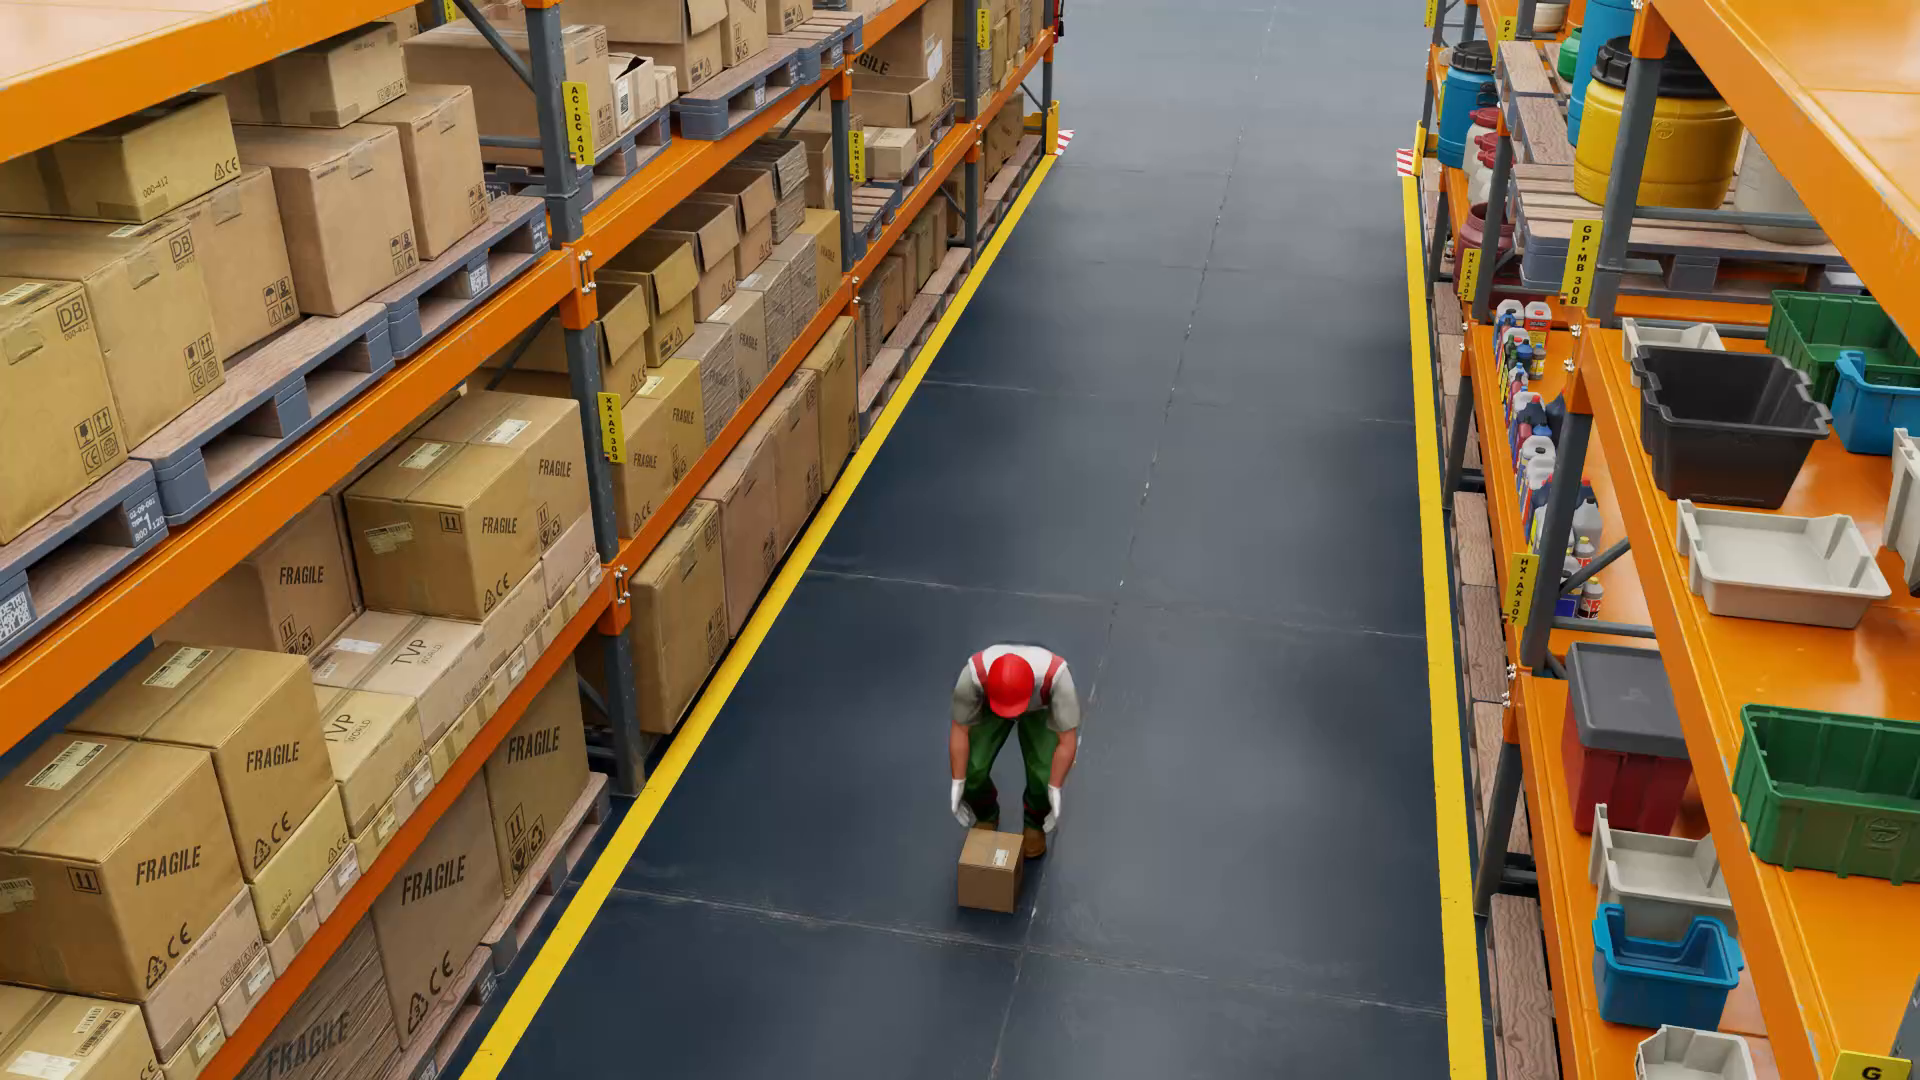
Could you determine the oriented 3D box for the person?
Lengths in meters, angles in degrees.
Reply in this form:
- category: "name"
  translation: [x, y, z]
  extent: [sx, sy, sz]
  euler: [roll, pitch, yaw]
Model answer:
- category: "person"
  translation: [0.264, 0.896, 7.537]
  extent: [0.582, 1.230, 0.837]
  euler: [6, 29, 11]
